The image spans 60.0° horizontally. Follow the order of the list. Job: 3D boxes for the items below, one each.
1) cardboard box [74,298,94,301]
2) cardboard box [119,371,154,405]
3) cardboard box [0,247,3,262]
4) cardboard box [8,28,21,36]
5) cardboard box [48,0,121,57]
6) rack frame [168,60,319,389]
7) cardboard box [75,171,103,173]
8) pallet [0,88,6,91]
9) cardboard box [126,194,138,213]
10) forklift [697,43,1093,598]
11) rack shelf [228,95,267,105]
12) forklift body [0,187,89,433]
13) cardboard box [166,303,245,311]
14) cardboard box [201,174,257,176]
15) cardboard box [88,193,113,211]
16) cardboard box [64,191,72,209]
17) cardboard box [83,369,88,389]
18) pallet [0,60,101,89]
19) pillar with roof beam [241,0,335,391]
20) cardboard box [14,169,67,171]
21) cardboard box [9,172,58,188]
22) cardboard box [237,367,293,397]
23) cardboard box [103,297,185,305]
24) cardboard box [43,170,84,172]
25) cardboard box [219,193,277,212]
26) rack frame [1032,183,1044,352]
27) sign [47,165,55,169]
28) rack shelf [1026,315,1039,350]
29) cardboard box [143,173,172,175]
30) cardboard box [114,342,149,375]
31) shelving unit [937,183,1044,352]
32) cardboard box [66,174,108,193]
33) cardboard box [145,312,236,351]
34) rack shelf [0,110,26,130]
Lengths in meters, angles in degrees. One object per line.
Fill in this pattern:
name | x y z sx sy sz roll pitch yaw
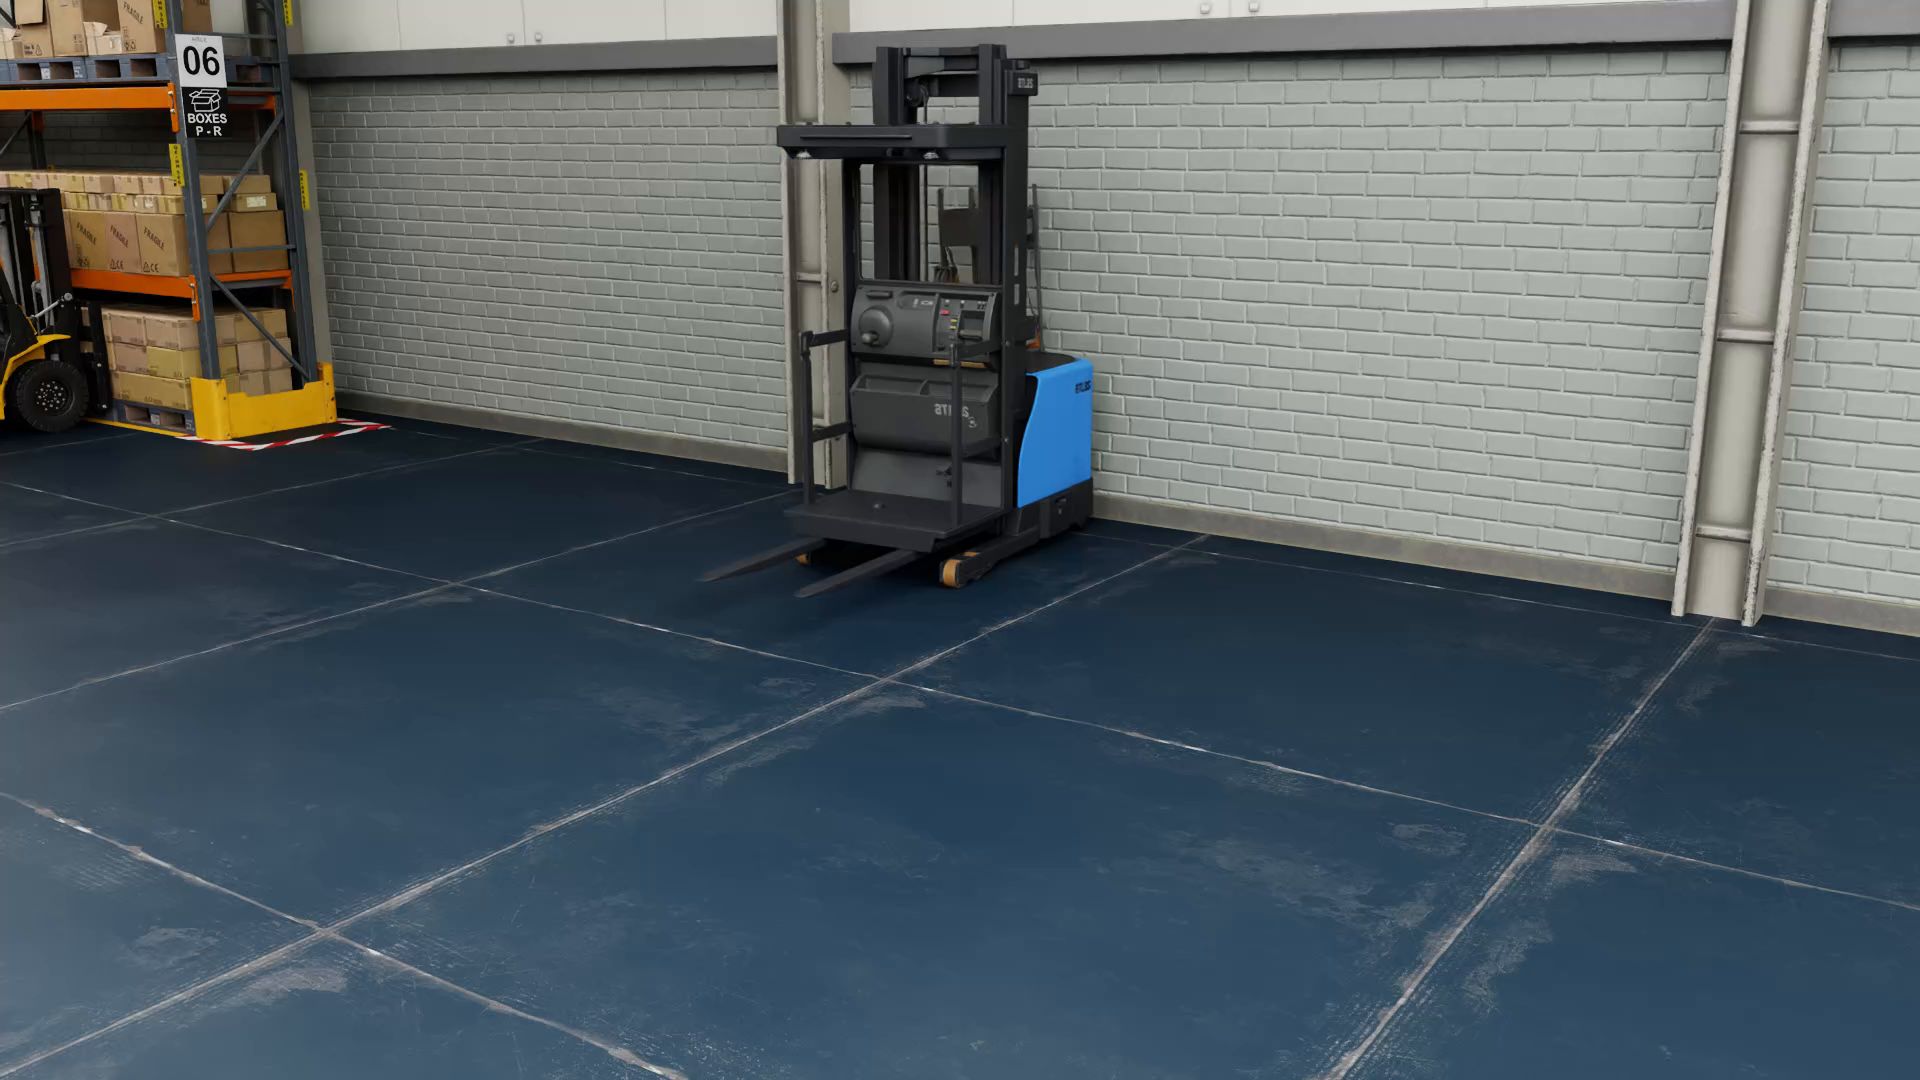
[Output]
cardboard box | -8.151 -2.033 15.060 0.500 0.250 0.500 10 17 35
cardboard box | -6.870 -1.342 14.350 0.500 0.250 0.500 9 17 33
cardboard box | -8.552 -2.811 15.229 0.500 0.500 0.500 10 17 34
cardboard box | -8.661 -4.446 14.901 0.500 0.311 0.500 10 17 34
cardboard box | -7.194 -4.329 14.037 0.500 0.500 0.700 9 17 33
rack frame | -5.896 -2.404 13.793 0.127 3.000 1.000 9 17 33
cardboard box | -7.923 -3.331 15.361 0.250 0.149 0.380 9 16 32
pallet | -9.955 -4.420 16.090 1.217 0.209 0.805 8 16 31
cardboard box | -6.750 -2.834 13.970 0.250 0.149 0.380 10 17 34
forklift | -0.317 -1.277 9.384 1.130 2.935 3.031 8 16 29
rack shelf | -7.556 -3.849 14.585 3.687 0.071 0.831 9 17 33
forklift body | -8.488 -1.883 13.453 1.214 2.155 2.313 9 17 33
cardboard box | -6.606 -1.927 14.634 0.500 0.250 0.500 9 17 33
cardboard box | -6.242 -3.048 14.216 0.250 0.149 0.380 10 17 35
cardboard box | -7.197 -2.896 14.220 0.250 0.149 0.380 9 16 31
cardboard box | -7.575 -2.977 14.548 0.250 0.149 0.380 9 17 32
cardboard box | -7.724 -1.476 14.892 0.500 0.250 0.500 10 17 35
pallet | -8.493 -4.245 15.169 1.213 0.211 1.003 9 17 33
pillar with roof beam | -8.374 -4.731 10.708 0.400 9.000 9.100 9 17 33
cardboard box | -8.782 -3.466 15.905 0.250 0.149 0.380 9 17 33
cardboard box | -8.246 -3.213 14.882 0.250 0.149 0.380 9 16 32
cardboard box | -6.195 -1.378 14.497 0.500 0.250 0.500 9 17 33
cardboard box | -7.437 -2.067 15.196 0.500 0.250 0.500 9 16 32
cardboard box | -8.370 -3.391 15.603 0.250 0.149 0.380 9 17 32
cardboard box | -6.033 -2.865 14.096 0.250 0.149 0.380 9 16 31
rack frame | 0.431 -1.217 10.703 0.015 2.100 0.400 5 14 33
sign | -8.907 -3.510 16.294 0.005 0.325 0.100 9 17 33
rack shelf | 0.229 -1.221 10.840 0.480 0.518 0.431 5 14 33
cardboard box | -6.911 -3.141 14.591 0.250 0.149 0.380 10 17 35
cardboard box | -6.885 -1.588 14.305 0.500 0.250 0.500 9 17 32
shelving unit | 0.229 -1.235 10.837 0.503 2.100 0.431 5 14 33
cardboard box | -7.426 -3.069 14.302 0.250 0.149 0.380 10 17 34
cardboard box | -6.453 -1.758 13.951 0.500 0.250 0.500 10 17 35
rack shelf | -10.875 -4.316 16.770 4.000 0.370 1.077 9 17 33
